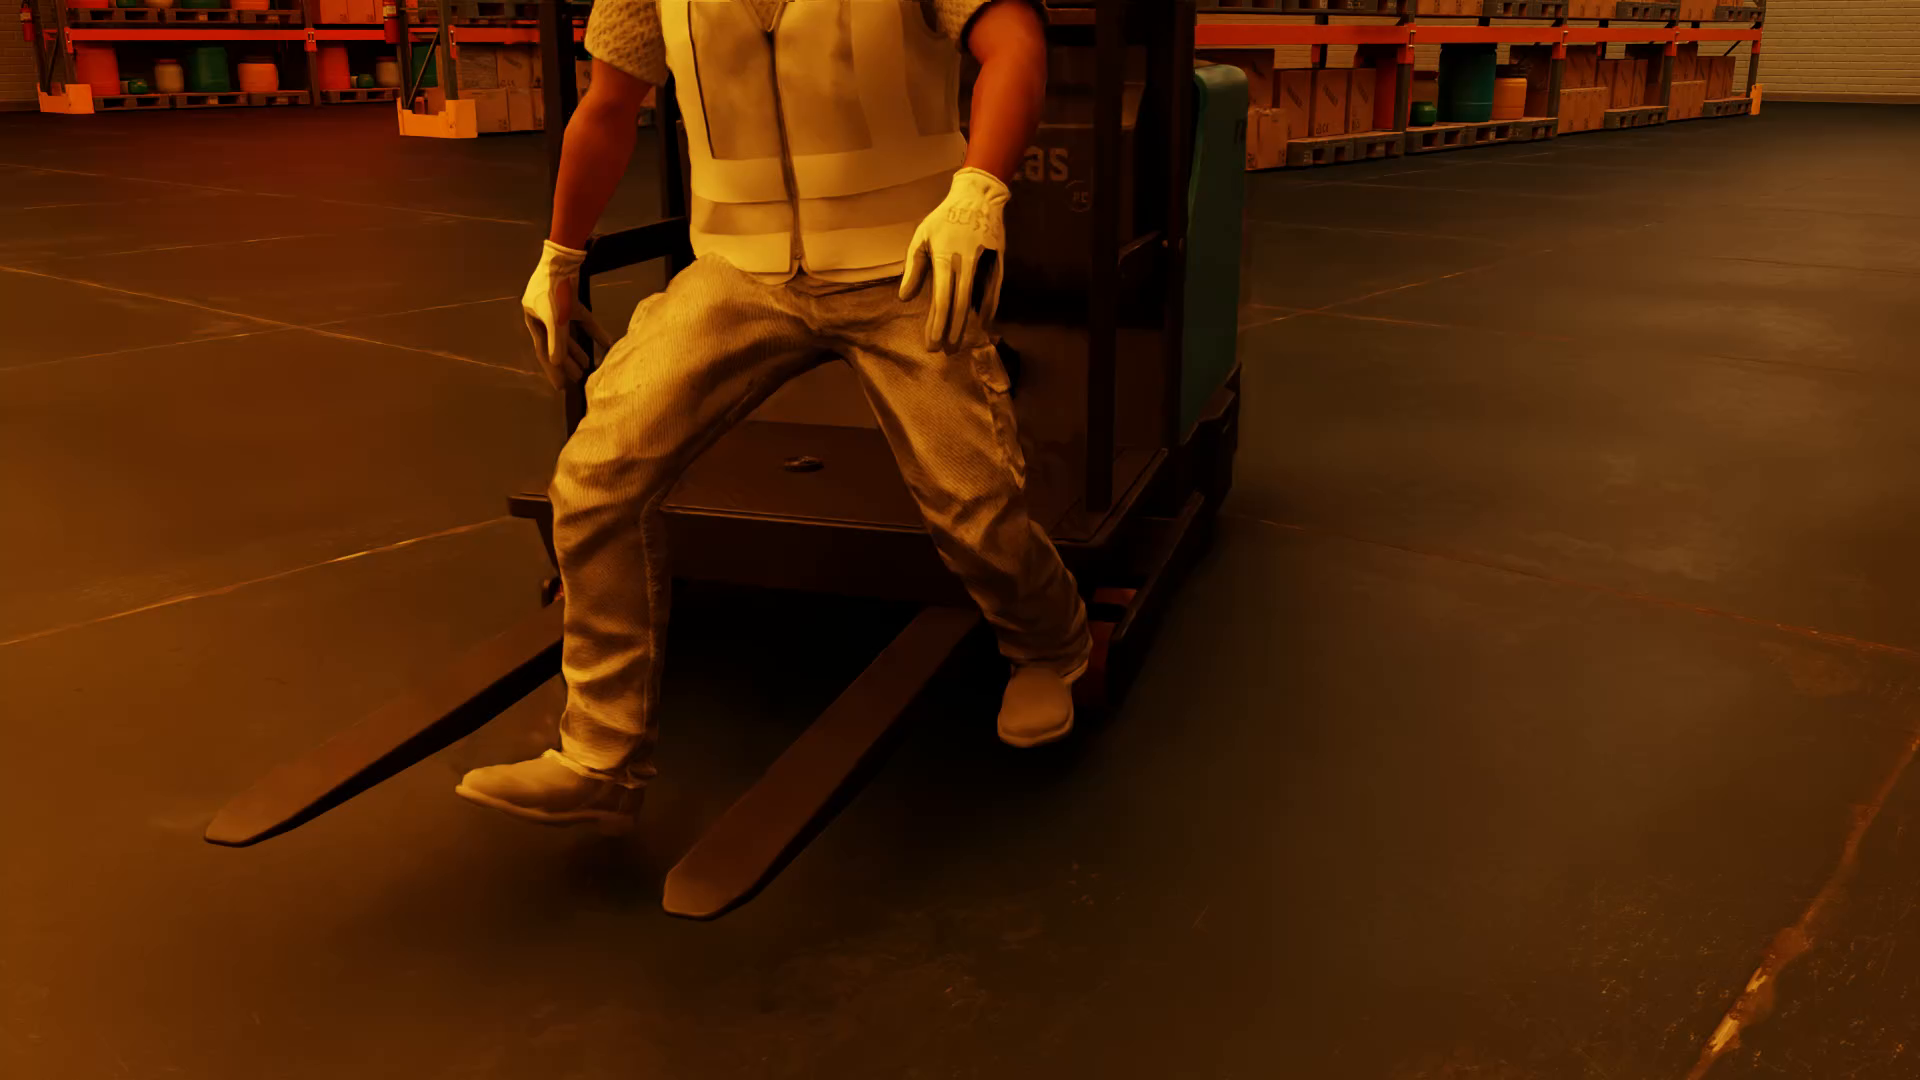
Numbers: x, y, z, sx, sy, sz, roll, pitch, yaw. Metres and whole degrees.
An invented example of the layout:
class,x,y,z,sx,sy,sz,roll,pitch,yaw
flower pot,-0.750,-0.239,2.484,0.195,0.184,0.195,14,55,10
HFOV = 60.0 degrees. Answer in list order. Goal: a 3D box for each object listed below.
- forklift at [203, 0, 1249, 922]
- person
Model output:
class,x,y,z,sx,sy,sz,roll,pitch,yaw
forklift,-0.160,-1.226,2.934,1.130,2.935,3.031,5,18,16
person,-0.255,-0.404,2.366,0.823,1.642,0.876,4,17,13
